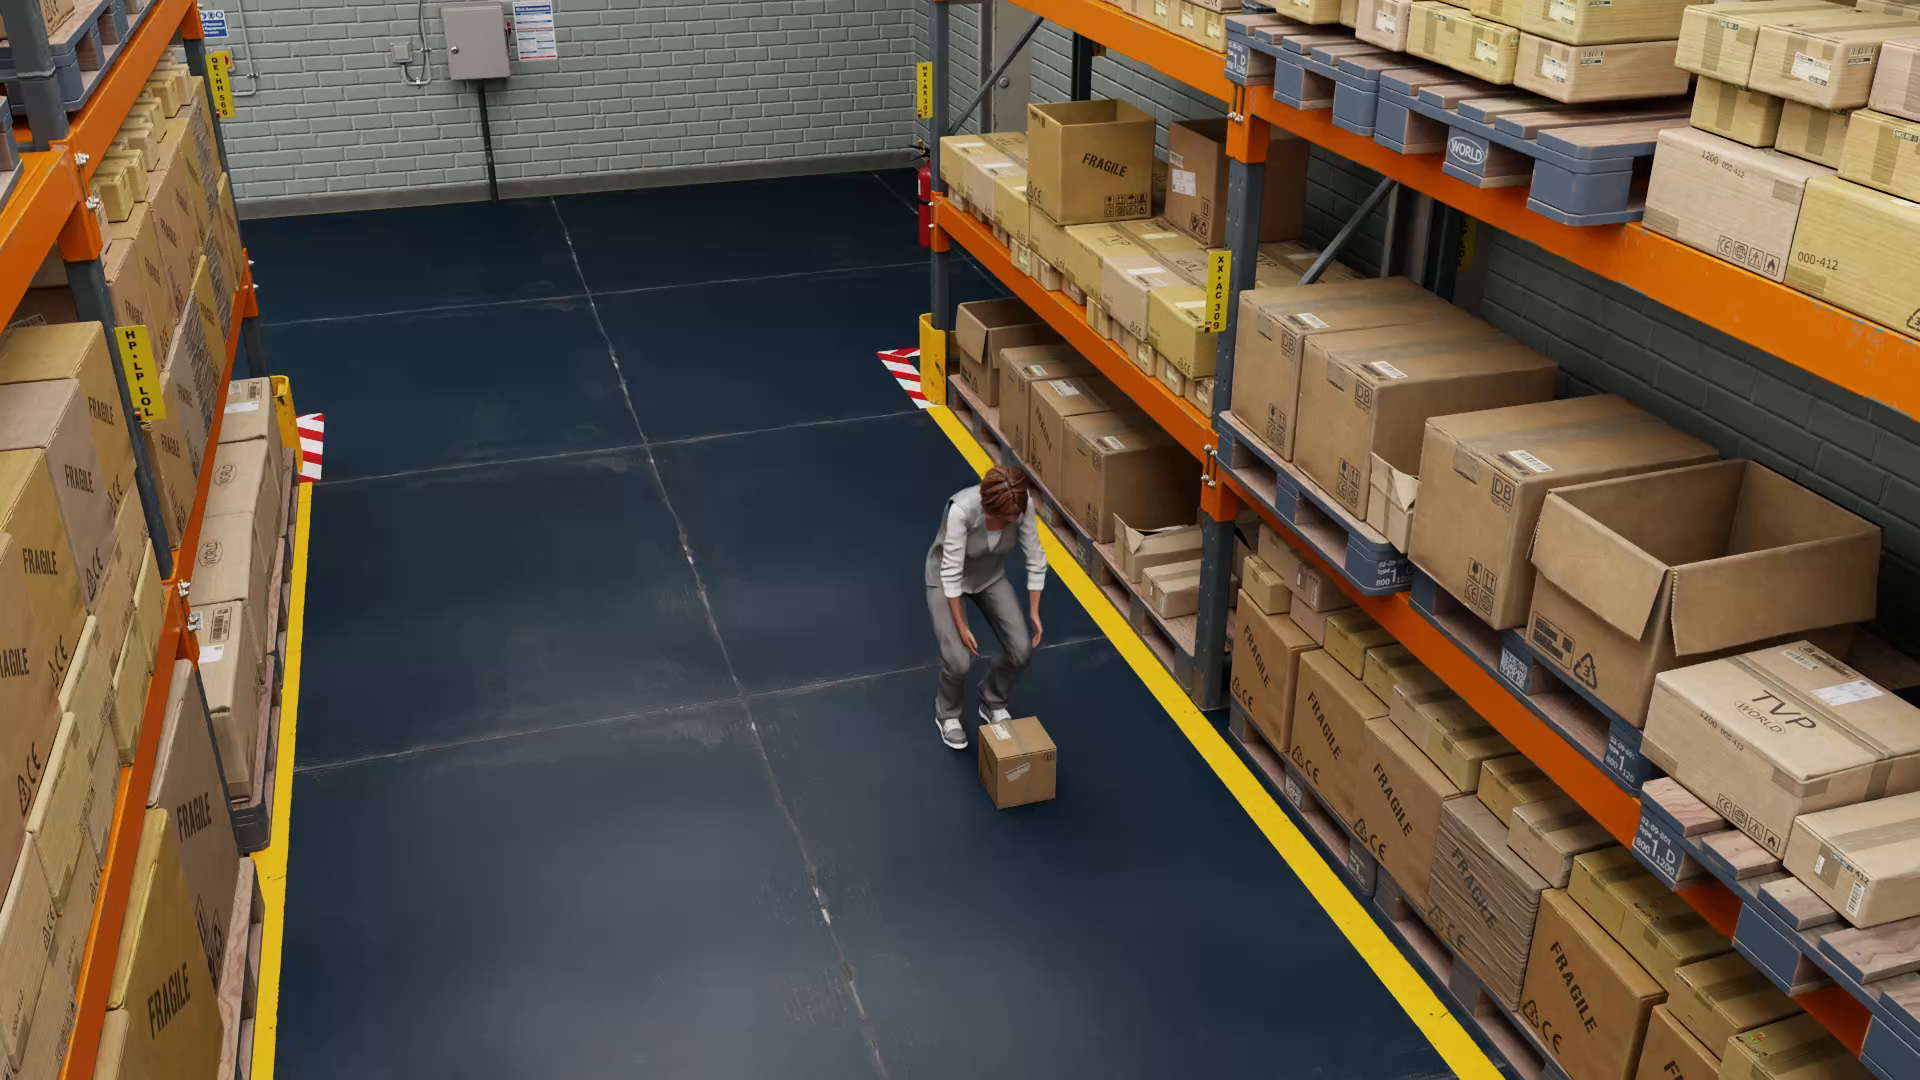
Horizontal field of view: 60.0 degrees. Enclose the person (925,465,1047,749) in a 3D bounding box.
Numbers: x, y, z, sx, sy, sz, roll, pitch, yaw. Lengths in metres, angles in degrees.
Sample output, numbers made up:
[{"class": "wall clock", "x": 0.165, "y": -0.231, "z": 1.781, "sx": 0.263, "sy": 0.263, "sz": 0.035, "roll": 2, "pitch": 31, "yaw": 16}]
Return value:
[{"class": "person", "x": 0.108, "y": 0.243, "z": 6.943, "sx": 0.461, "sy": 1.336, "sz": 0.621, "roll": -10, "pitch": 28, "yaw": -18}]
